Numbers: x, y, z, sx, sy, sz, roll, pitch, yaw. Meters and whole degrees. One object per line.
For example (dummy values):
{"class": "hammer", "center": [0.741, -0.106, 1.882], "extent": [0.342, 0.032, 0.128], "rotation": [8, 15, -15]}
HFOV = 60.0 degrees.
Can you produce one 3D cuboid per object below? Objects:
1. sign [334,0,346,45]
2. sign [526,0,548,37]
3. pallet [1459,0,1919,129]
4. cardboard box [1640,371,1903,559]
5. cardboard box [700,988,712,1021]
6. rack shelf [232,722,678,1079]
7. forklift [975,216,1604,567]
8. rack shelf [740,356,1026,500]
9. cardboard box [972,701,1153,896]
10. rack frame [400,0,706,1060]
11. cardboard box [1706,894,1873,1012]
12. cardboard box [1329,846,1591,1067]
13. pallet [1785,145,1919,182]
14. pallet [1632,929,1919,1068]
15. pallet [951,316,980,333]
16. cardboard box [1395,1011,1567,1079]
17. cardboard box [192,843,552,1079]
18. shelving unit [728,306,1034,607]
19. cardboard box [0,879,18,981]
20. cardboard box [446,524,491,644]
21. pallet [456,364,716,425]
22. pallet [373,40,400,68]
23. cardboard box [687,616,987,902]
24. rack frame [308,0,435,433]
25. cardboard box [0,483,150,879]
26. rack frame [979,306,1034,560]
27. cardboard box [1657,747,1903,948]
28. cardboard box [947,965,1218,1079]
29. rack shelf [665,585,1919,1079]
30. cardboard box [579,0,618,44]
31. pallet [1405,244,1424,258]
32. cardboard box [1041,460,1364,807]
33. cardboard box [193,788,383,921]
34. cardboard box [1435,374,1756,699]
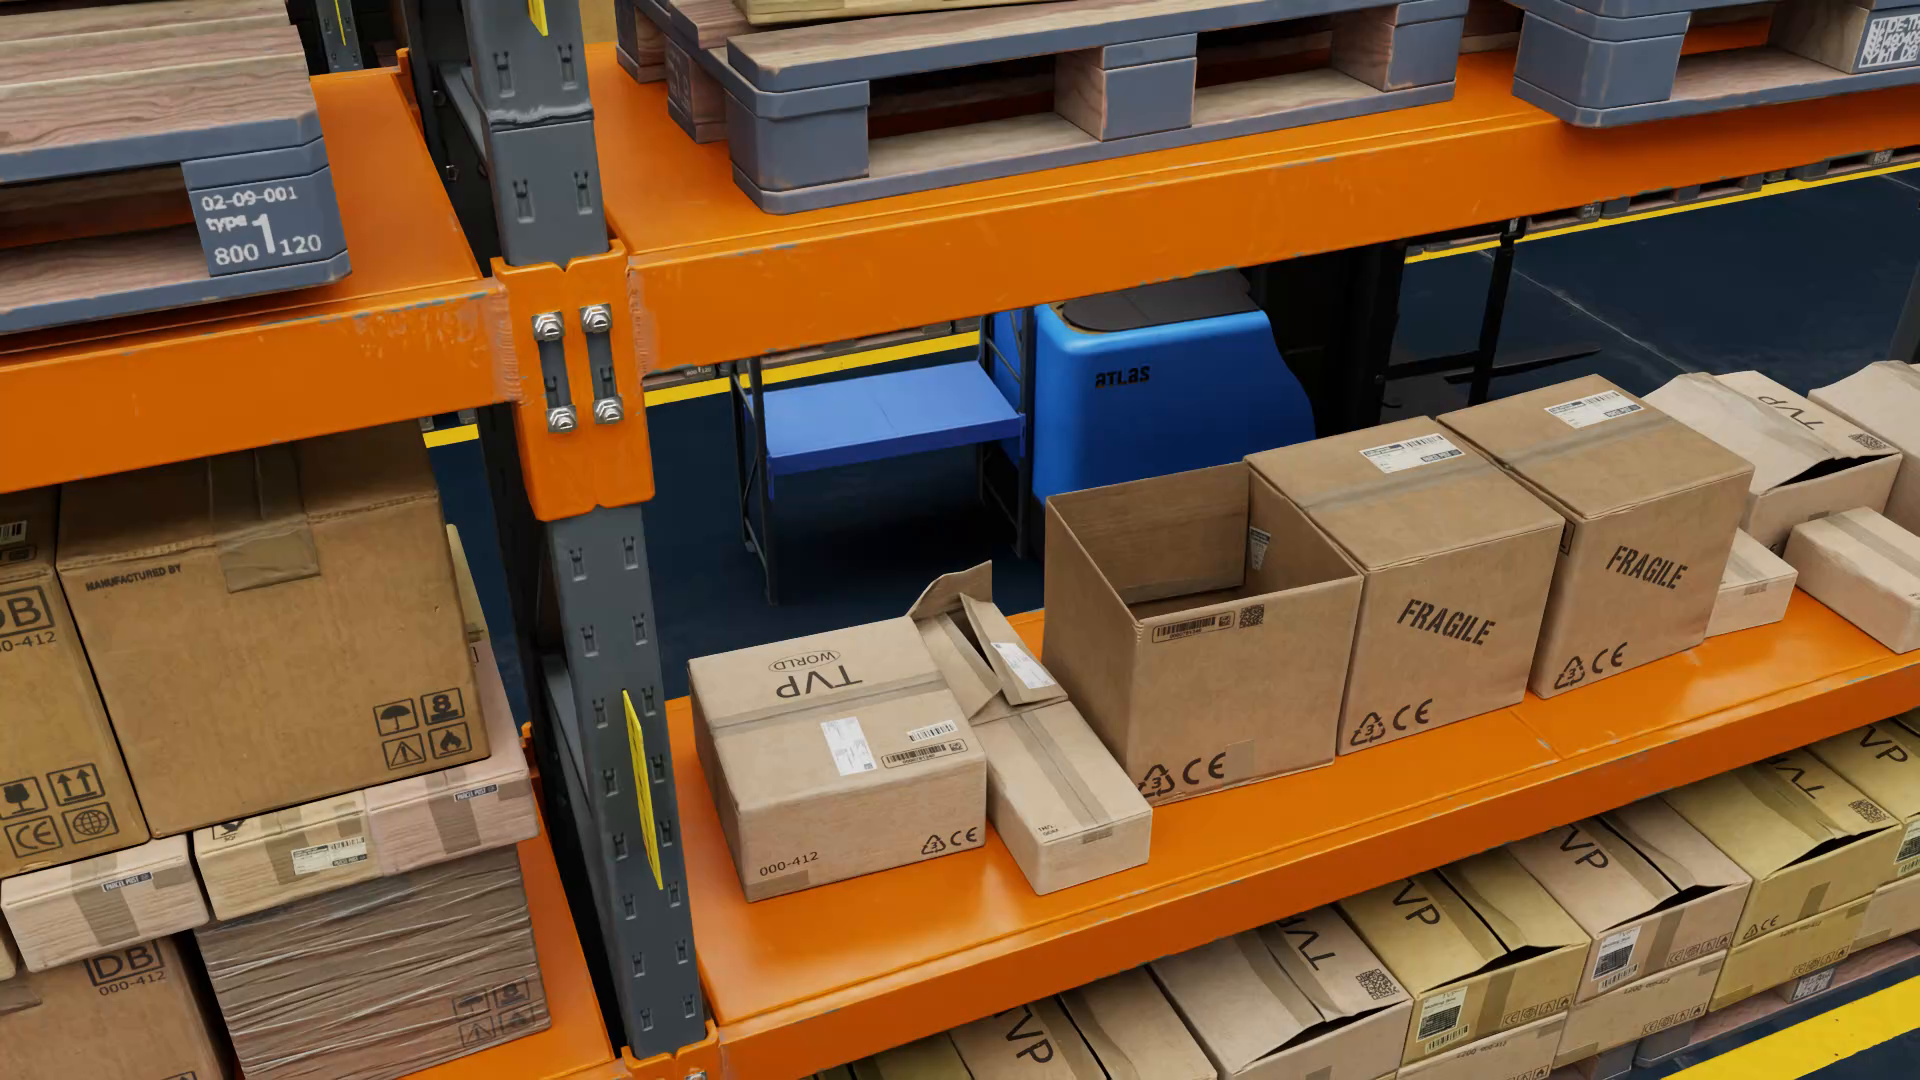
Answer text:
{"class": "sign", "center": [-2.405, -2.079, 6.401], "extent": [0.005, 0.325, 0.100], "rotation": [-13, 35, -19]}
{"class": "sign", "center": [-0.484, -0.726, 1.818], "extent": [0.005, 0.325, 0.100], "rotation": [-13, 35, -19]}
{"class": "pallet", "center": [1.367, -1.094, 3.104], "extent": [1.213, 0.211, 1.003], "rotation": [-11, 35, -17]}
{"class": "cardboard box", "center": [2.088, -0.213, 4.409], "extent": [0.500, 0.311, 0.500], "rotation": [-13, 35, -19]}
{"class": "cardboard box", "center": [-0.438, 1.014, 4.063], "extent": [0.500, 0.311, 0.500], "rotation": [-13, 35, -19]}
{"class": "rack shelf", "center": [-2.545, 1.226, 2.774], "extent": [4.000, 0.370, 1.077], "rotation": [-13, 35, -19]}
{"class": "forklift", "center": [1.640, -1.527, 6.409], "extent": [3.031, 2.935, 1.130], "rotation": [-10, 34, -15]}
{"class": "rack shelf", "center": [-0.306, -0.442, 6.384], "extent": [1.000, 0.185, 0.538], "rotation": [-10, 34, -15]}
{"class": "cardboard box", "center": [0.196, 0.524, 3.425], "extent": [0.250, 0.149, 0.380], "rotation": [-13, 35, -19]}
{"class": "rack frame", "center": [-0.701, 0.503, 3.227], "extent": [0.127, 3.000, 1.000], "rotation": [-13, 35, -19]}
{"class": "cardboard box", "center": [2.123, 0.979, 4.631], "extent": [0.500, 0.250, 0.500], "rotation": [-13, 35, -19]}
{"class": "cardboard box", "center": [1.194, 0.957, 4.151], "extent": [0.500, 0.311, 0.500], "rotation": [-12, 35, -18]}
{"class": "pallet", "center": [5.486, -2.629, 10.597], "extent": [1.213, 0.211, 1.003], "rotation": [-13, 35, -19]}
{"class": "pallet", "center": [2.213, 0.981, 5.049], "extent": [1.213, 0.211, 1.003], "rotation": [-13, 35, -19]}
{"class": "pallet", "center": [0.345, -1.499, 8.860], "extent": [1.213, 0.211, 1.003], "rotation": [-13, 35, -19]}
{"class": "cardboard box", "center": [1.185, 1.194, 4.301], "extent": [0.500, 0.250, 0.500], "rotation": [-12, 35, -18]}
{"class": "cardboard box", "center": [-1.107, 0.558, 3.051], "extent": [0.500, 0.500, 0.700], "rotation": [-14, 36, -20]}
{"class": "shelving unit", "center": [-0.306, -0.593, 6.286], "extent": [1.048, 1.500, 0.538], "rotation": [-10, 34, -15]}
{"class": "cardboard box", "center": [-1.579, 0.518, 2.518], "extent": [0.250, 0.149, 0.380], "rotation": [-13, 35, -19]}
{"class": "cardboard box", "center": [-1.023, 0.148, 3.086], "extent": [0.250, 0.149, 0.380], "rotation": [-13, 35, -19]}
{"class": "pallet", "center": [-1.904, -0.984, 8.069], "extent": [1.213, 0.211, 1.003], "rotation": [-13, 35, -19]}
{"class": "pallet", "center": [-1.861, -1.995, 7.242], "extent": [1.213, 0.211, 1.003], "rotation": [-13, 35, -19]}
{"class": "cardboard box", "center": [-0.263, 0.440, 3.462], "extent": [0.500, 0.250, 0.500], "rotation": [-11, 35, -16]}
{"class": "rack frame", "center": [-2.622, -1.988, 7.054], "extent": [0.127, 3.000, 1.000], "rotation": [-13, 35, -19]}
{"class": "cardboard box", "center": [-1.573, 0.121, 2.532], "extent": [0.500, 0.500, 0.700], "rotation": [-13, 35, -19]}
{"class": "rack frame", "center": [0.176, -0.681, 6.421], "extent": [0.032, 1.500, 0.500], "rotation": [-10, 34, -15]}
{"class": "cardboard box", "center": [2.123, 0.747, 4.474], "extent": [0.500, 0.311, 0.500], "rotation": [-13, 35, -20]}
{"class": "cardboard box", "center": [0.241, 1.179, 3.810], "extent": [0.500, 0.311, 0.500], "rotation": [-13, 35, -19]}
{"class": "rack shelf", "center": [1.144, 0.382, 4.072], "extent": [4.000, 0.370, 1.077], "rotation": [-13, 35, -19]}
{"class": "cardboard box", "center": [-1.621, -2.419, 7.222], "extent": [0.500, 0.500, 0.700], "rotation": [-9, 34, -14]}
{"class": "pallet", "center": [1.823, -1.792, 9.310], "extent": [1.213, 0.211, 1.003], "rotation": [-13, 35, -19]}
{"class": "cardboard box", "center": [0.500, 0.195, 3.607], "extent": [0.500, 0.500, 0.500], "rotation": [-10, 34, -16]}
{"class": "cardboard box", "center": [-1.097, 0.405, 2.691], "extent": [0.250, 0.149, 0.380], "rotation": [-14, 35, -20]}
{"class": "cardboard box", "center": [1.447, -0.021, 3.941], "extent": [0.500, 0.500, 0.500], "rotation": [-15, 36, -21]}
